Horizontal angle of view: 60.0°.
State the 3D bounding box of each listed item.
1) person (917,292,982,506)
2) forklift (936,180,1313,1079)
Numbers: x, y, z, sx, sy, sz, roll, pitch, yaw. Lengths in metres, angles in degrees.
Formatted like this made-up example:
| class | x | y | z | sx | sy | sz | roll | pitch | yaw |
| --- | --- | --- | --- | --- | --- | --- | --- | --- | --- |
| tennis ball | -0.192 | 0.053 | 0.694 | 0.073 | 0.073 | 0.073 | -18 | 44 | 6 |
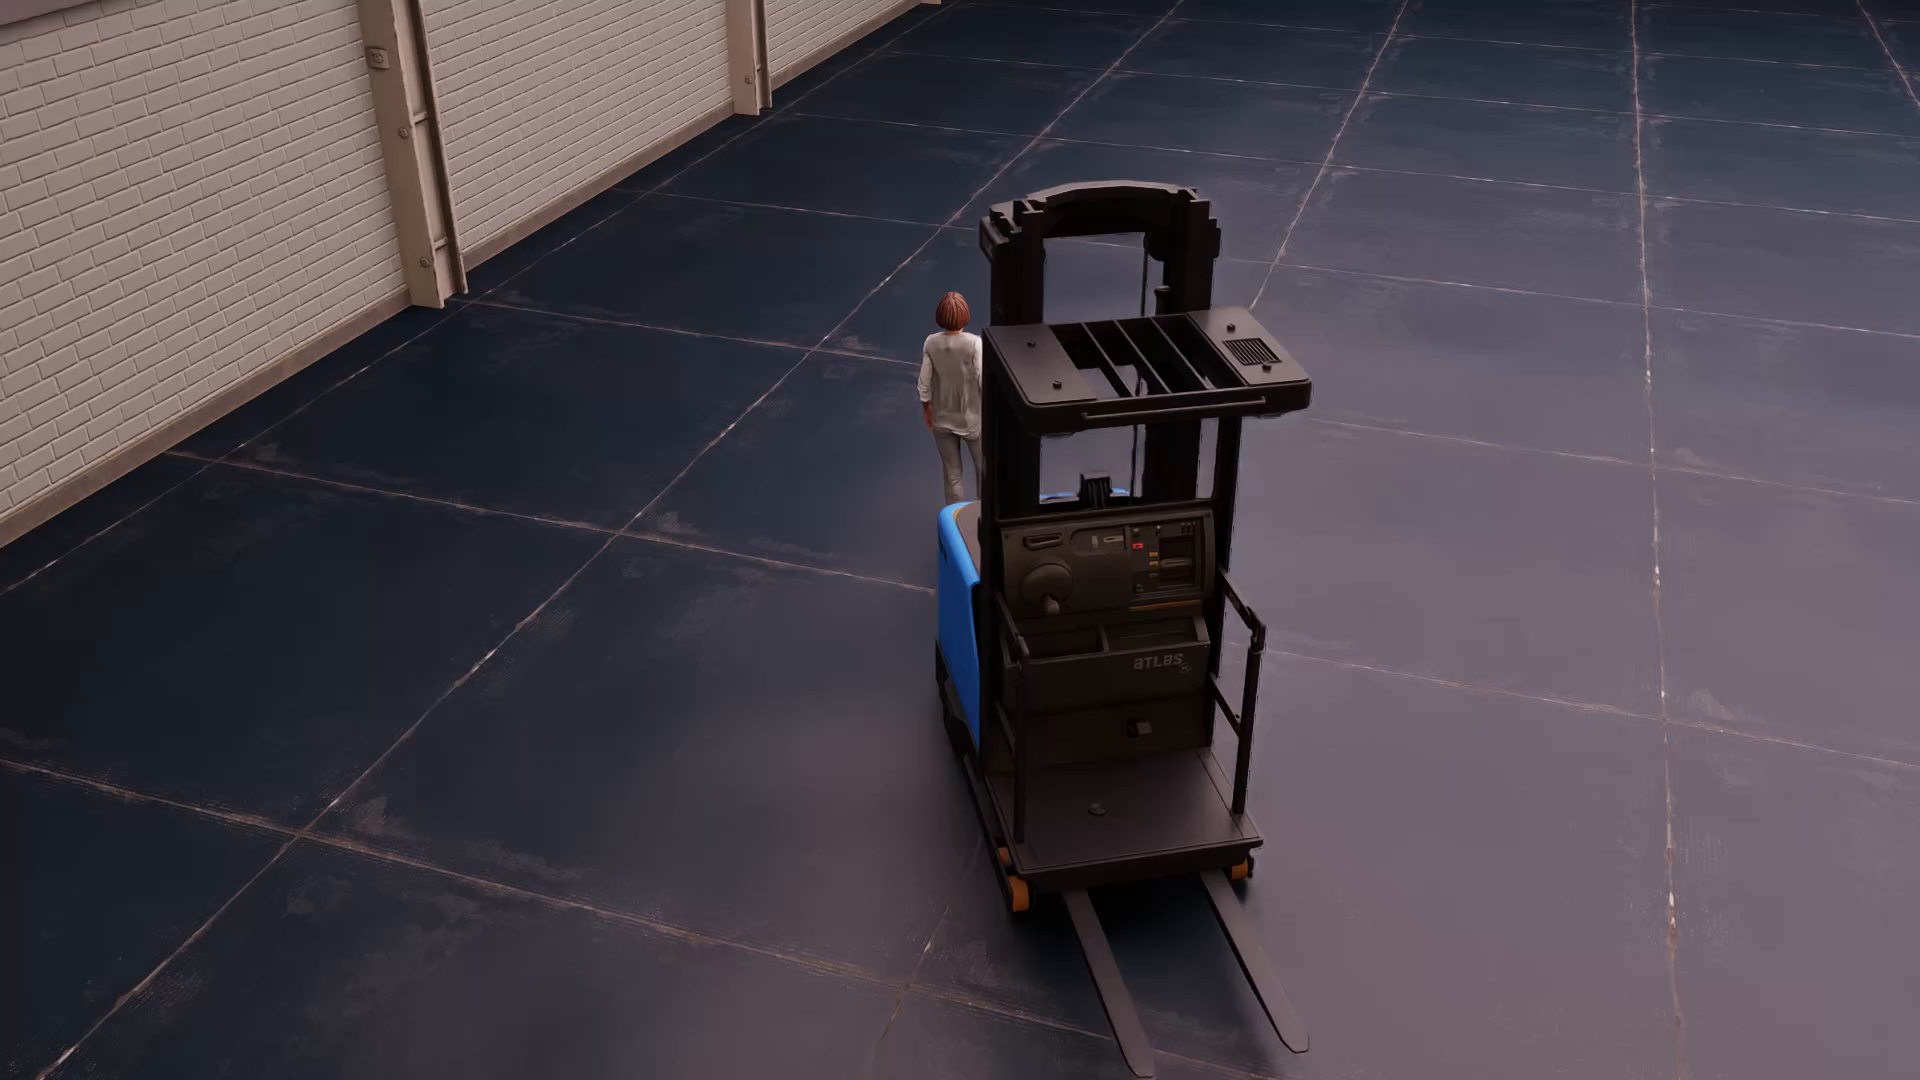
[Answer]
| class | x | y | z | sx | sy | sz | roll | pitch | yaw |
| --- | --- | --- | --- | --- | --- | --- | --- | --- | --- |
| person | 0.037 | -0.732 | 9.754 | 0.521 | 1.596 | 0.475 | 10 | 31 | 16 |
| forklift | 0.679 | 0.145 | 6.882 | 1.130 | 2.935 | 3.031 | -6 | 30 | -10 |
